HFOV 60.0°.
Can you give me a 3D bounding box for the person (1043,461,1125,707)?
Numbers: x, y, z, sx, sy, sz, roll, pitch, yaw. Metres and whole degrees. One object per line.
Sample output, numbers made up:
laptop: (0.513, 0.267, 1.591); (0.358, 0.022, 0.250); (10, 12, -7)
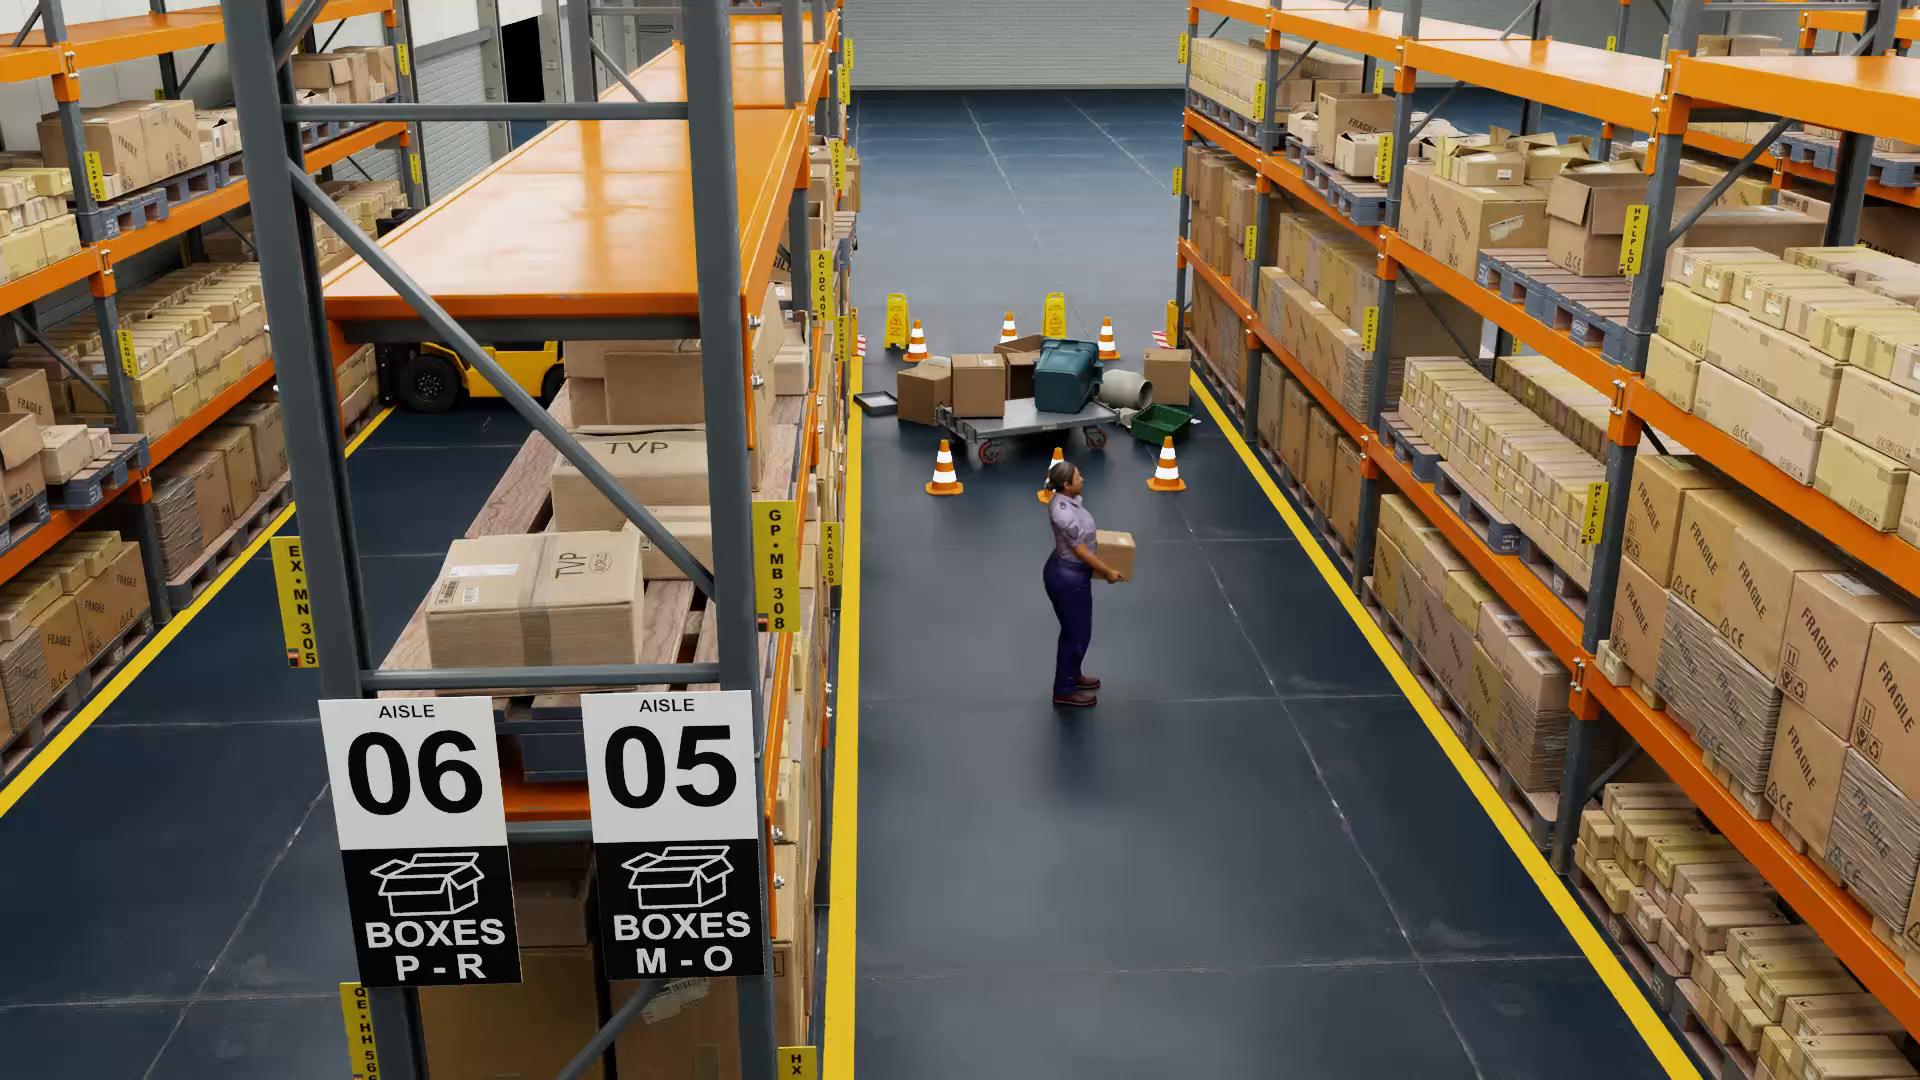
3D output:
person: (0.805, 0.266, 10.905); (0.513, 1.637, 0.453); (-1, 21, -2)
